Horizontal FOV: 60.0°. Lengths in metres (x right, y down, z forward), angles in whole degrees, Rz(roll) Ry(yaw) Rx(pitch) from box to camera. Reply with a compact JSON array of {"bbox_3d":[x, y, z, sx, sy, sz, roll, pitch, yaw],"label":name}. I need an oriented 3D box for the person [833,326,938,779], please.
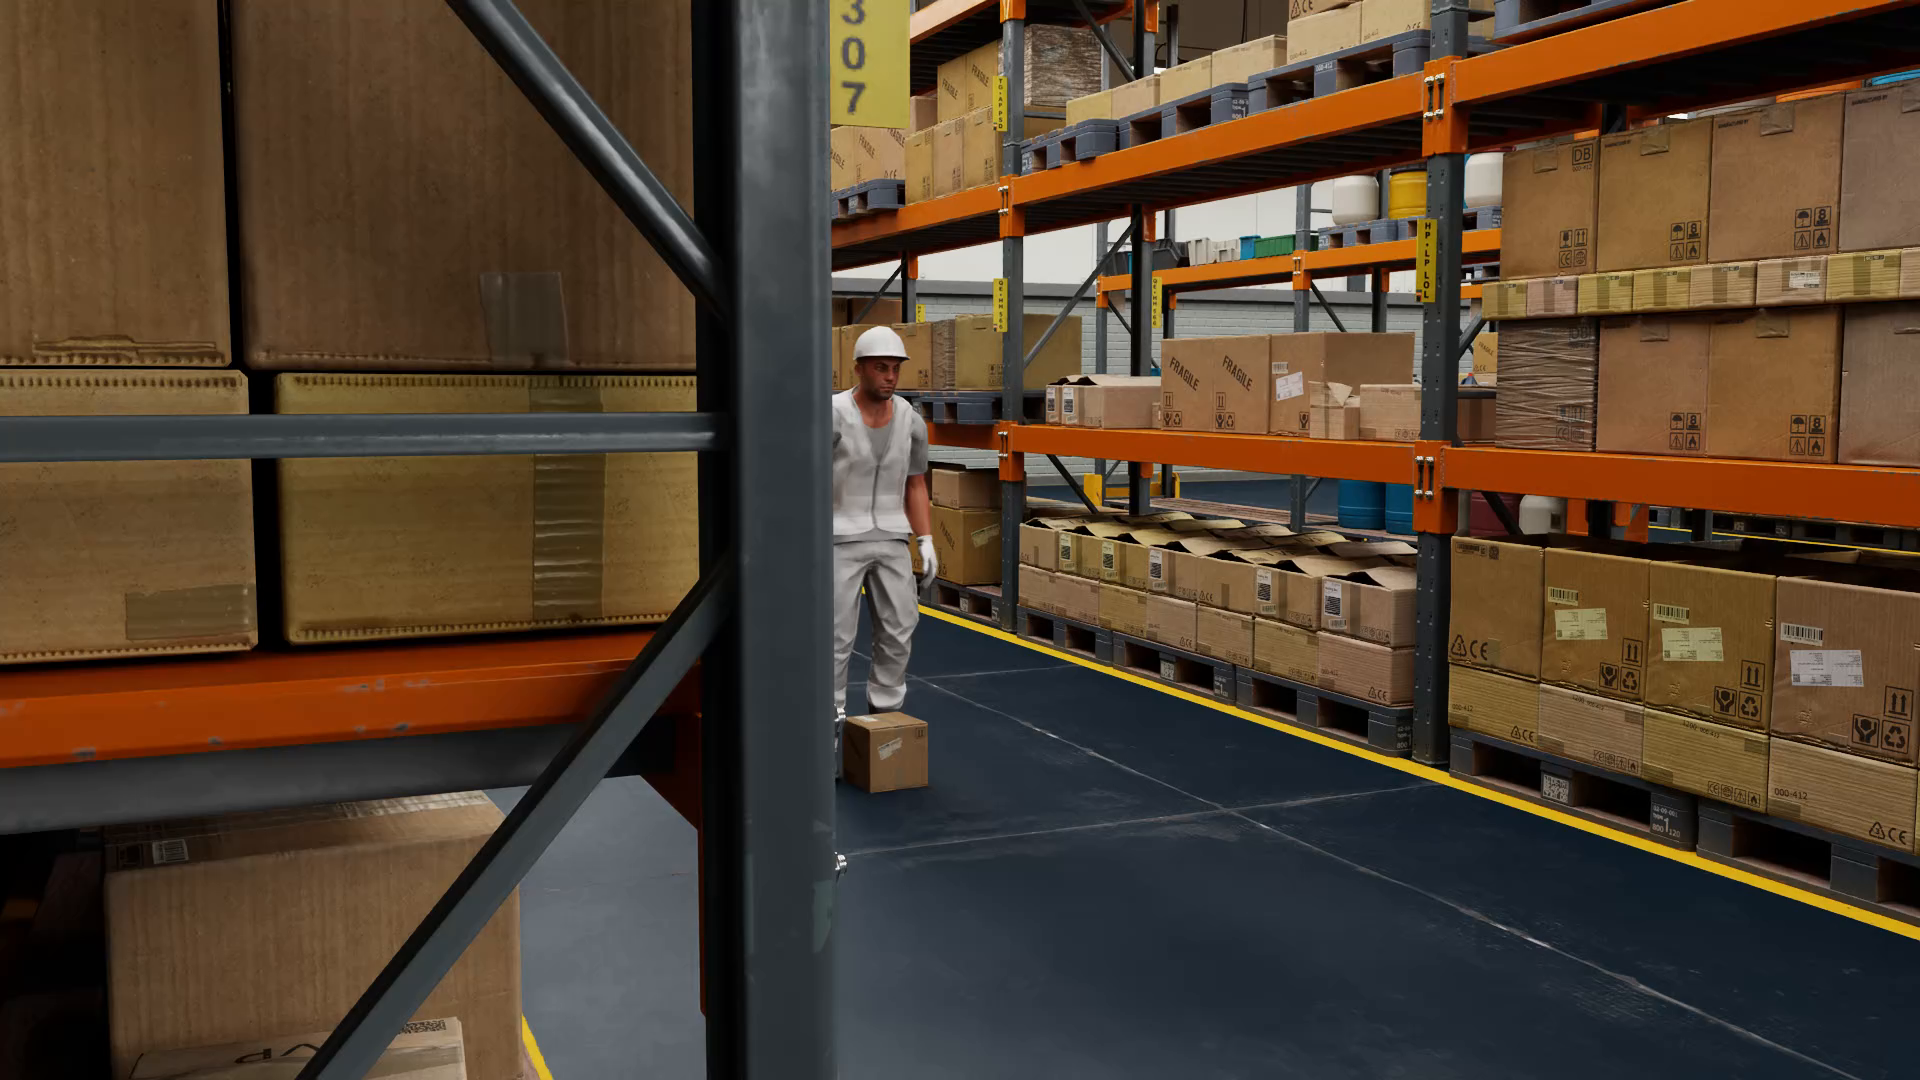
[{"bbox_3d":[-0.366,0.046,6.626,0.617,1.778,0.453,-3,6,-27],"label":"person"}]
